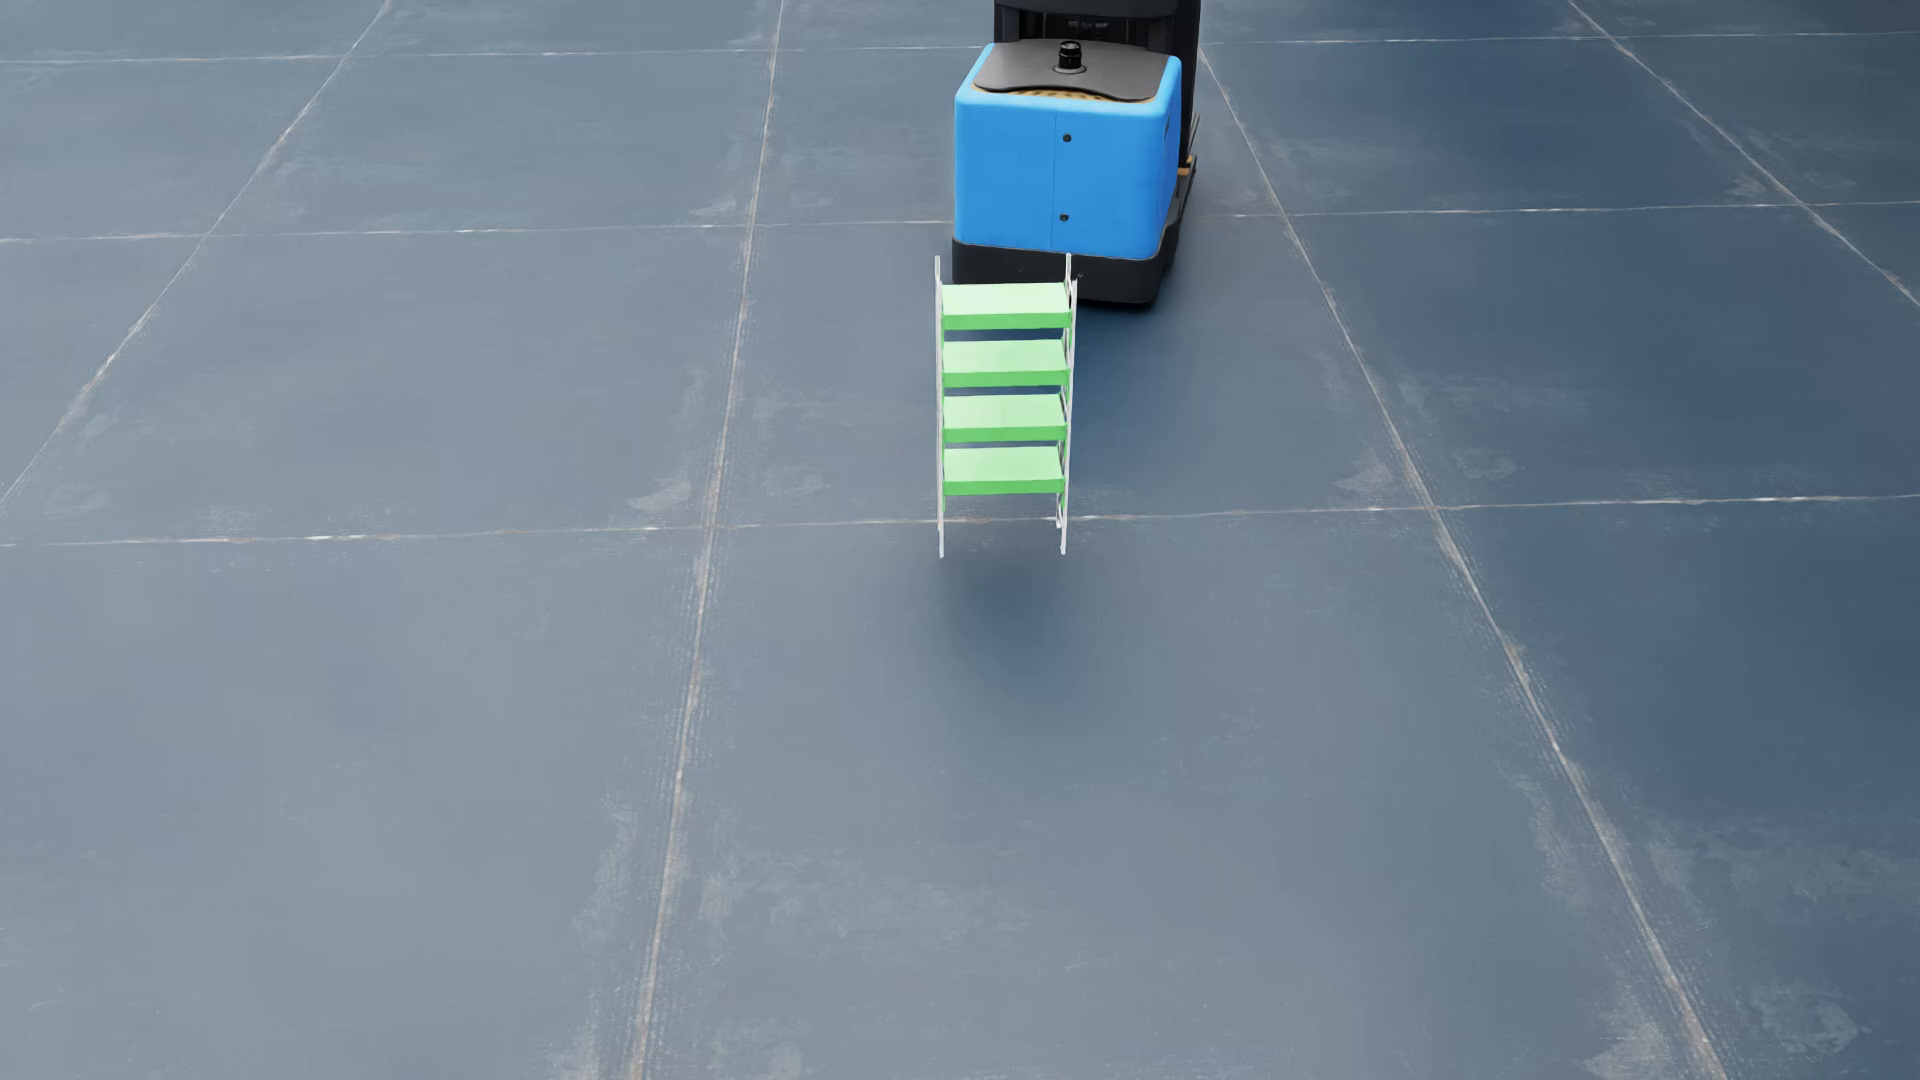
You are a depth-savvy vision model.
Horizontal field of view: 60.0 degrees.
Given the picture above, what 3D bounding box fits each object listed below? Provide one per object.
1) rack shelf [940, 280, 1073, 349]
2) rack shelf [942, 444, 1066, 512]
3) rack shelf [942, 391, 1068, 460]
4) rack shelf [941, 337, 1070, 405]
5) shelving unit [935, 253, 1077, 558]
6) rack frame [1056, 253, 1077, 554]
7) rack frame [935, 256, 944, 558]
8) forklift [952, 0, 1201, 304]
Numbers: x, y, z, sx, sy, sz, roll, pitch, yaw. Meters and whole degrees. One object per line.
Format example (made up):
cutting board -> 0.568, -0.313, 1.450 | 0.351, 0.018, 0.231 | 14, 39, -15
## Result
rack shelf -> 0.165, -0.840, 6.178 | 0.480, 0.148, 0.258 | -2, 35, -2
rack shelf -> 0.165, -0.248, 6.588 | 0.480, 0.148, 0.258 | -2, 35, -2
rack shelf -> 0.165, -0.445, 6.451 | 0.480, 0.148, 0.258 | -2, 35, -2
rack shelf -> 0.165, -0.643, 6.315 | 0.480, 0.148, 0.258 | -2, 35, -2
shelving unit -> 0.165, -0.498, 6.415 | 0.503, 1.200, 0.258 | -2, 35, -2
rack frame -> 0.409, -0.504, 6.424 | 0.015, 1.200, 0.240 | -2, 35, -2
rack frame -> -0.078, -0.491, 6.405 | 0.015, 1.200, 0.240 | -2, 35, -2
forklift -> 0.776, -3.223, 8.832 | 1.130, 2.935, 3.031 | 7, 35, 10
